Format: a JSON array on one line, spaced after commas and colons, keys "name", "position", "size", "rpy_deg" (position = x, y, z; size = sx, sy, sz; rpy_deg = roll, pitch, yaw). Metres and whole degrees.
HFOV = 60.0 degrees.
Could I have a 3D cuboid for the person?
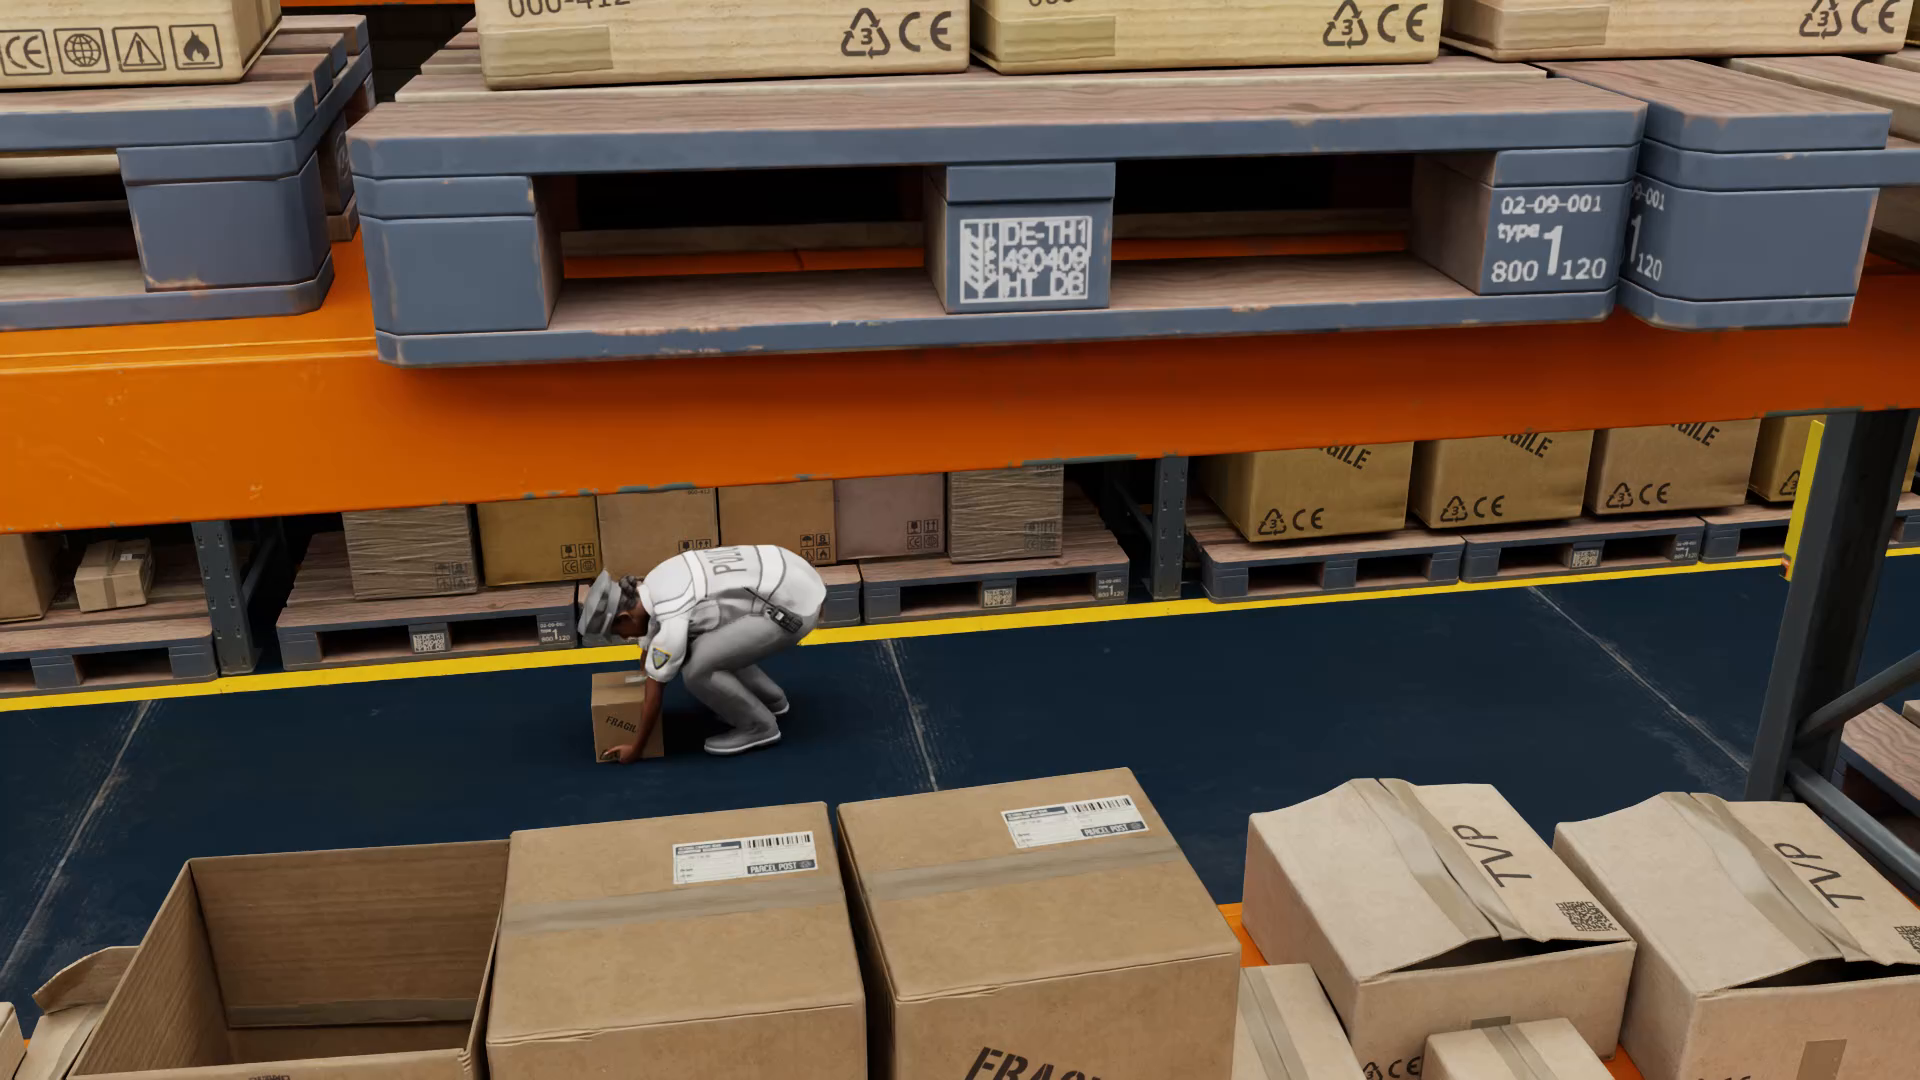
[{"name": "person", "position": [-0.964, 0.421, 6.293], "size": [0.926, 0.790, 0.453], "rpy_deg": [-5, 24, -11]}]
